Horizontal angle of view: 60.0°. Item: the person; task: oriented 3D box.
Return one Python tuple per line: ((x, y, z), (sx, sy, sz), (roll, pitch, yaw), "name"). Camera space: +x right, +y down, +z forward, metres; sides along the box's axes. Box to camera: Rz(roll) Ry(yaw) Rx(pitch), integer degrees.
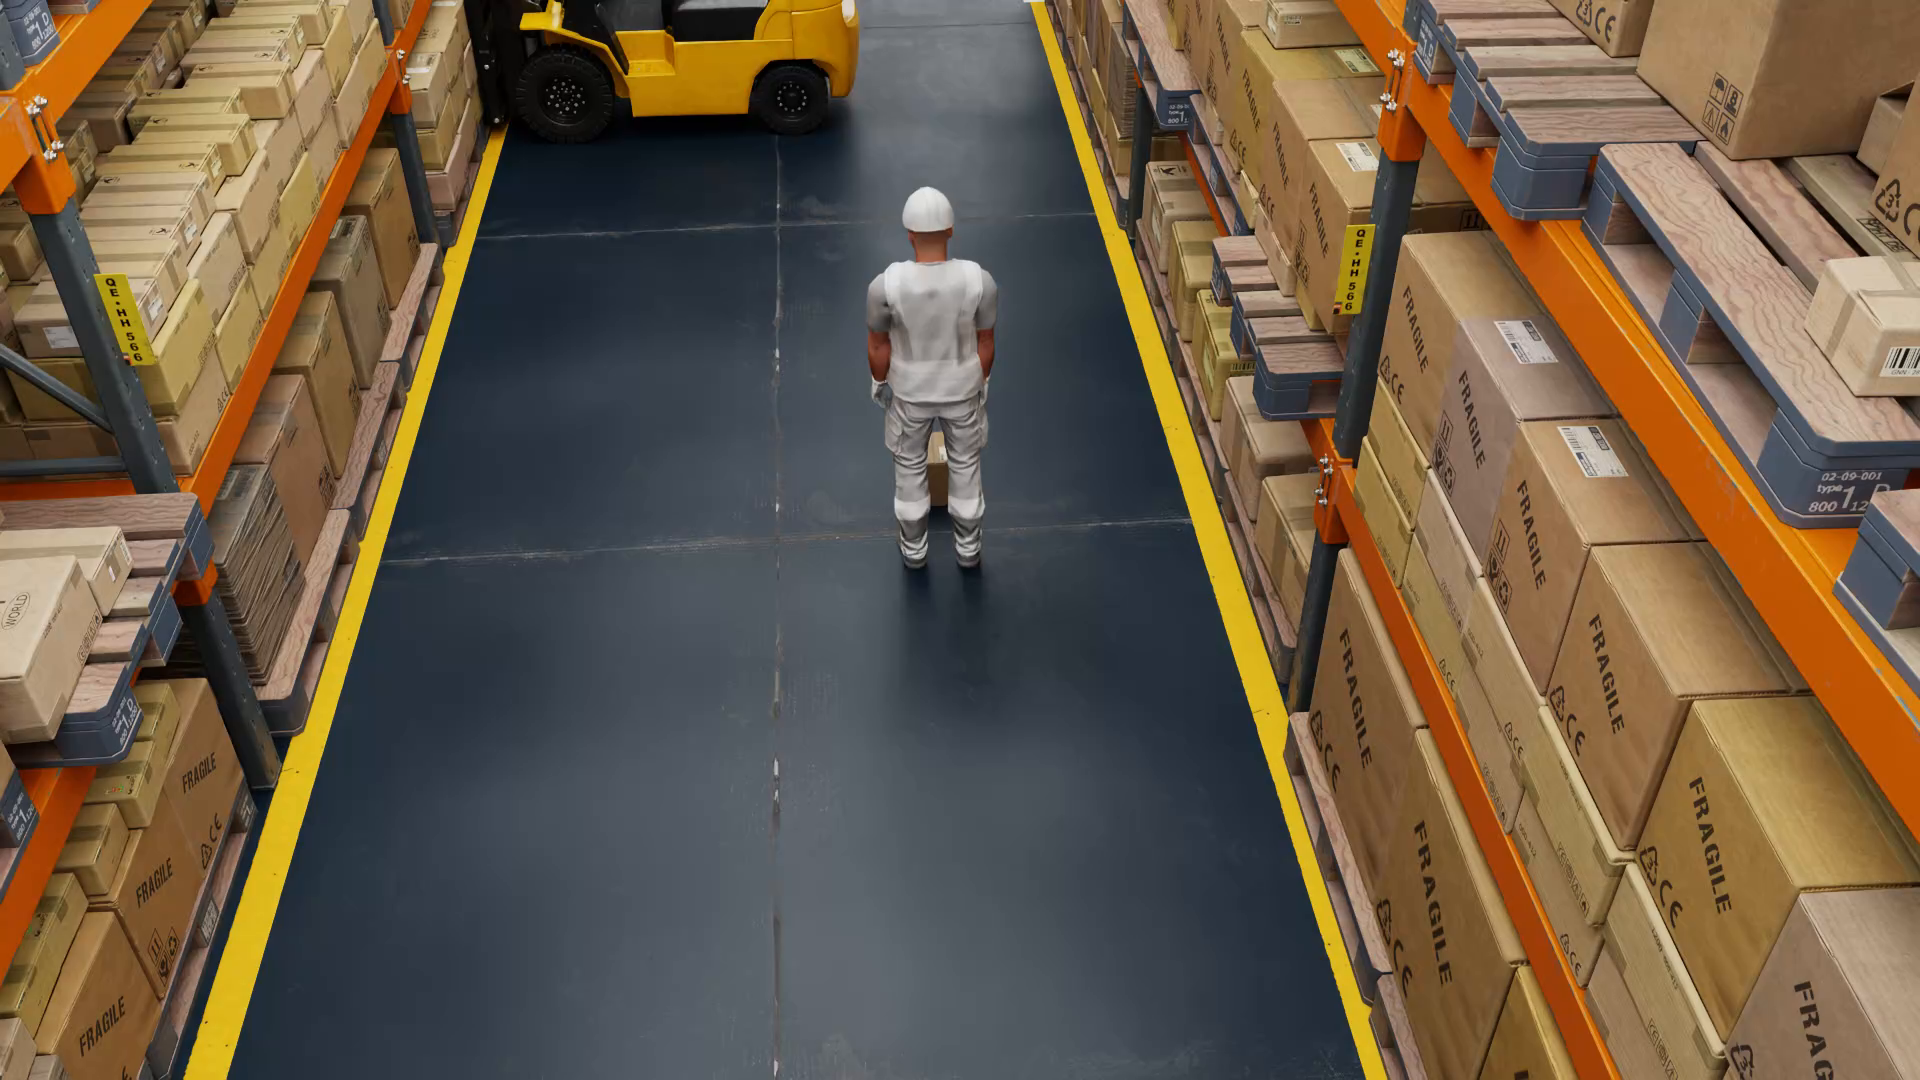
((-0.116, -0.638, 6.943), (0.528, 1.782, 0.357), (-2, 39, -3), "person")
